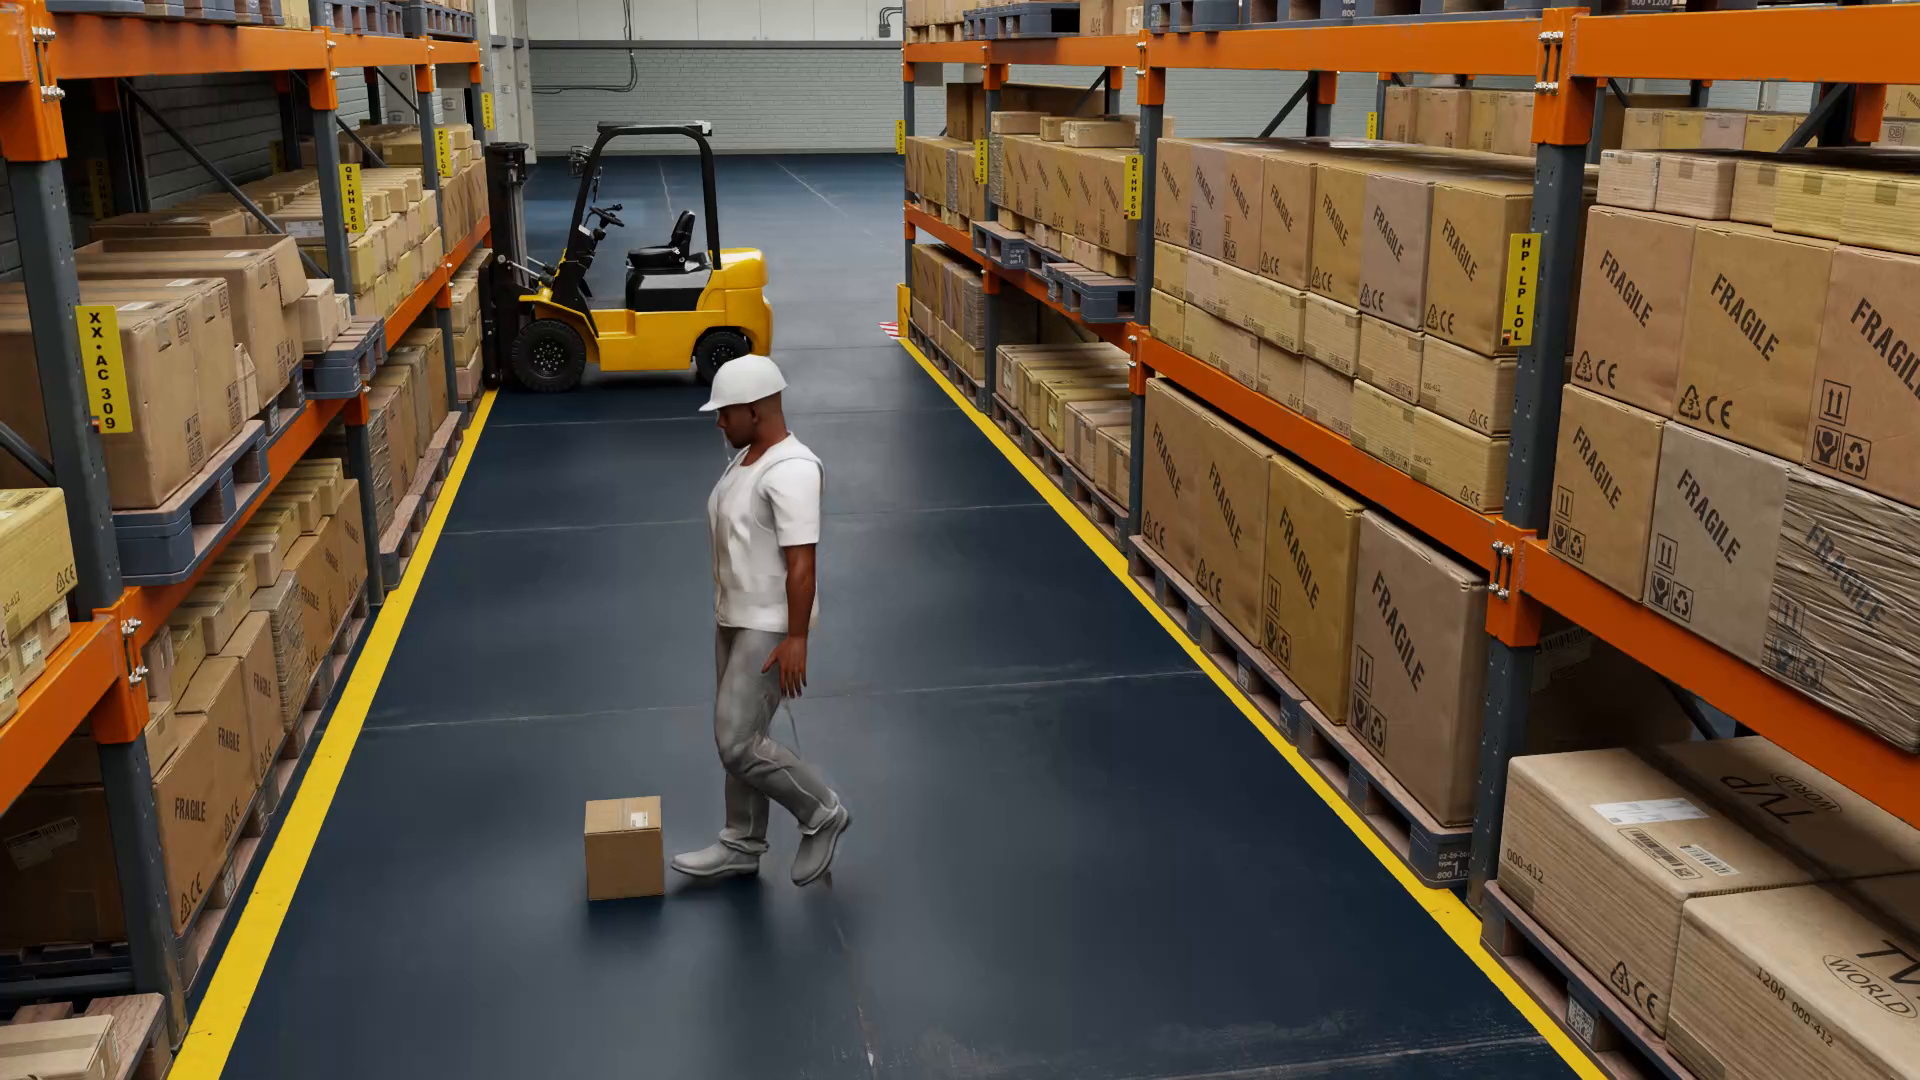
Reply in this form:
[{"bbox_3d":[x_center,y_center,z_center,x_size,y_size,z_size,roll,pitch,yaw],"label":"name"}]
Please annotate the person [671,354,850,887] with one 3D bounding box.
[{"bbox_3d":[-0.695,0.283,5.461,0.582,1.766,0.636,-7,18,-23],"label":"person"}]
